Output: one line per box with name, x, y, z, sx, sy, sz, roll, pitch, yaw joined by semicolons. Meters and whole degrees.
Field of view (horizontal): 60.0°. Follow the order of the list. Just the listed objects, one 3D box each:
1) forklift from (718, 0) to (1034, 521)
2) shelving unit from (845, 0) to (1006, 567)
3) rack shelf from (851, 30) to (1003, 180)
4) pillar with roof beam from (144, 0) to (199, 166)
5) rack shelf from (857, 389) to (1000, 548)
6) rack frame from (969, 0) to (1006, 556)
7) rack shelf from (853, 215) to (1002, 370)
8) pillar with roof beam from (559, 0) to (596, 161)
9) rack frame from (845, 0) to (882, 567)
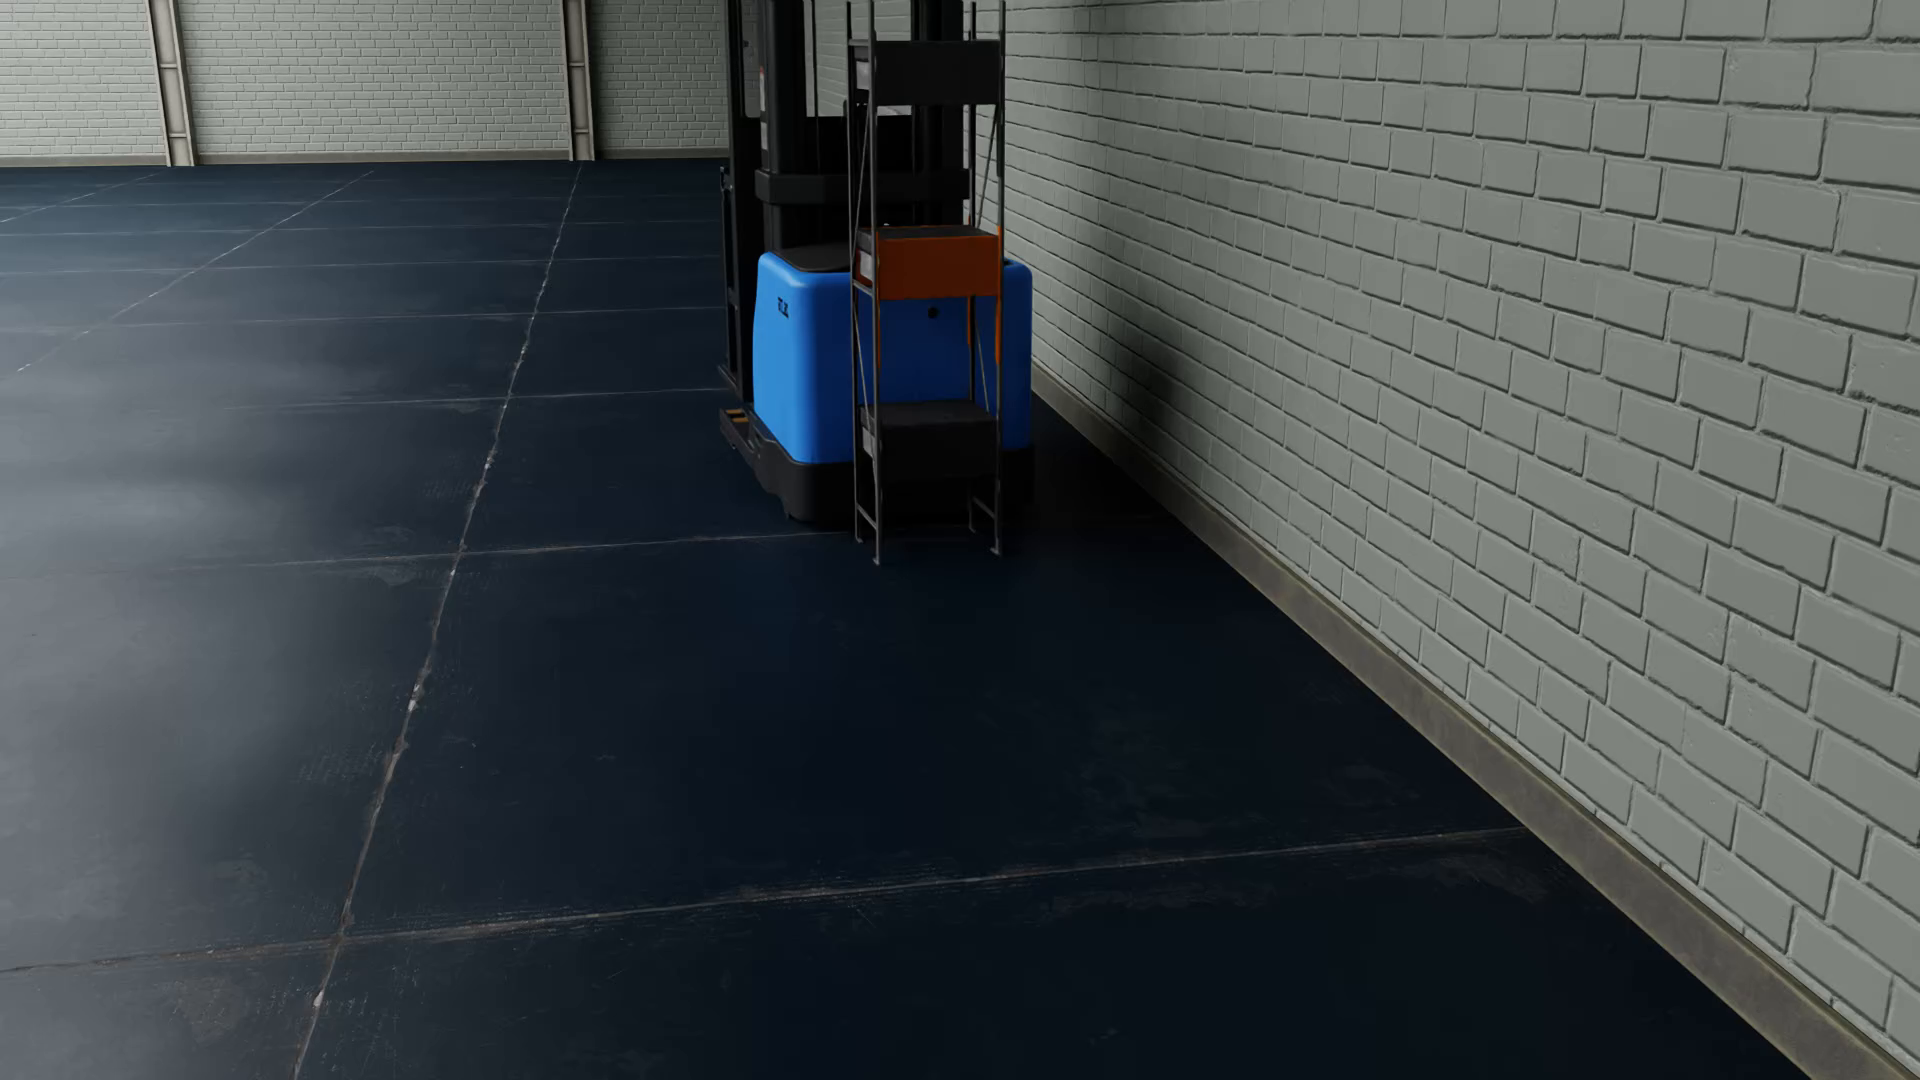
forklift;-0.590;-1.872;7.914;1.130;2.935;3.031;-5;18;-16
shelving unit;-0.133;-0.975;6.409;0.503;2.100;0.431;-5;18;-16
rack shelf;-0.133;-1.631;6.208;0.480;0.518;0.431;-5;18;-16
pillar with roof beam;-11.120;-8.818;20.193;0.400;9.000;9.100;-3;17;-10
rack shelf;-0.133;-0.293;6.619;0.480;0.518;0.431;-5;18;-16
rack frame;0.101;-0.995;6.476;0.015;2.100;0.400;-5;18;-16
rack shelf;-0.133;-0.962;6.413;0.480;0.518;0.431;-5;18;-16
pillar with roof beam;-5.229;-9.152;21.281;0.400;9.000;9.100;-3;17;-10
rack frame;-0.366;-0.954;6.343;0.015;2.100;0.400;-5;18;-16
